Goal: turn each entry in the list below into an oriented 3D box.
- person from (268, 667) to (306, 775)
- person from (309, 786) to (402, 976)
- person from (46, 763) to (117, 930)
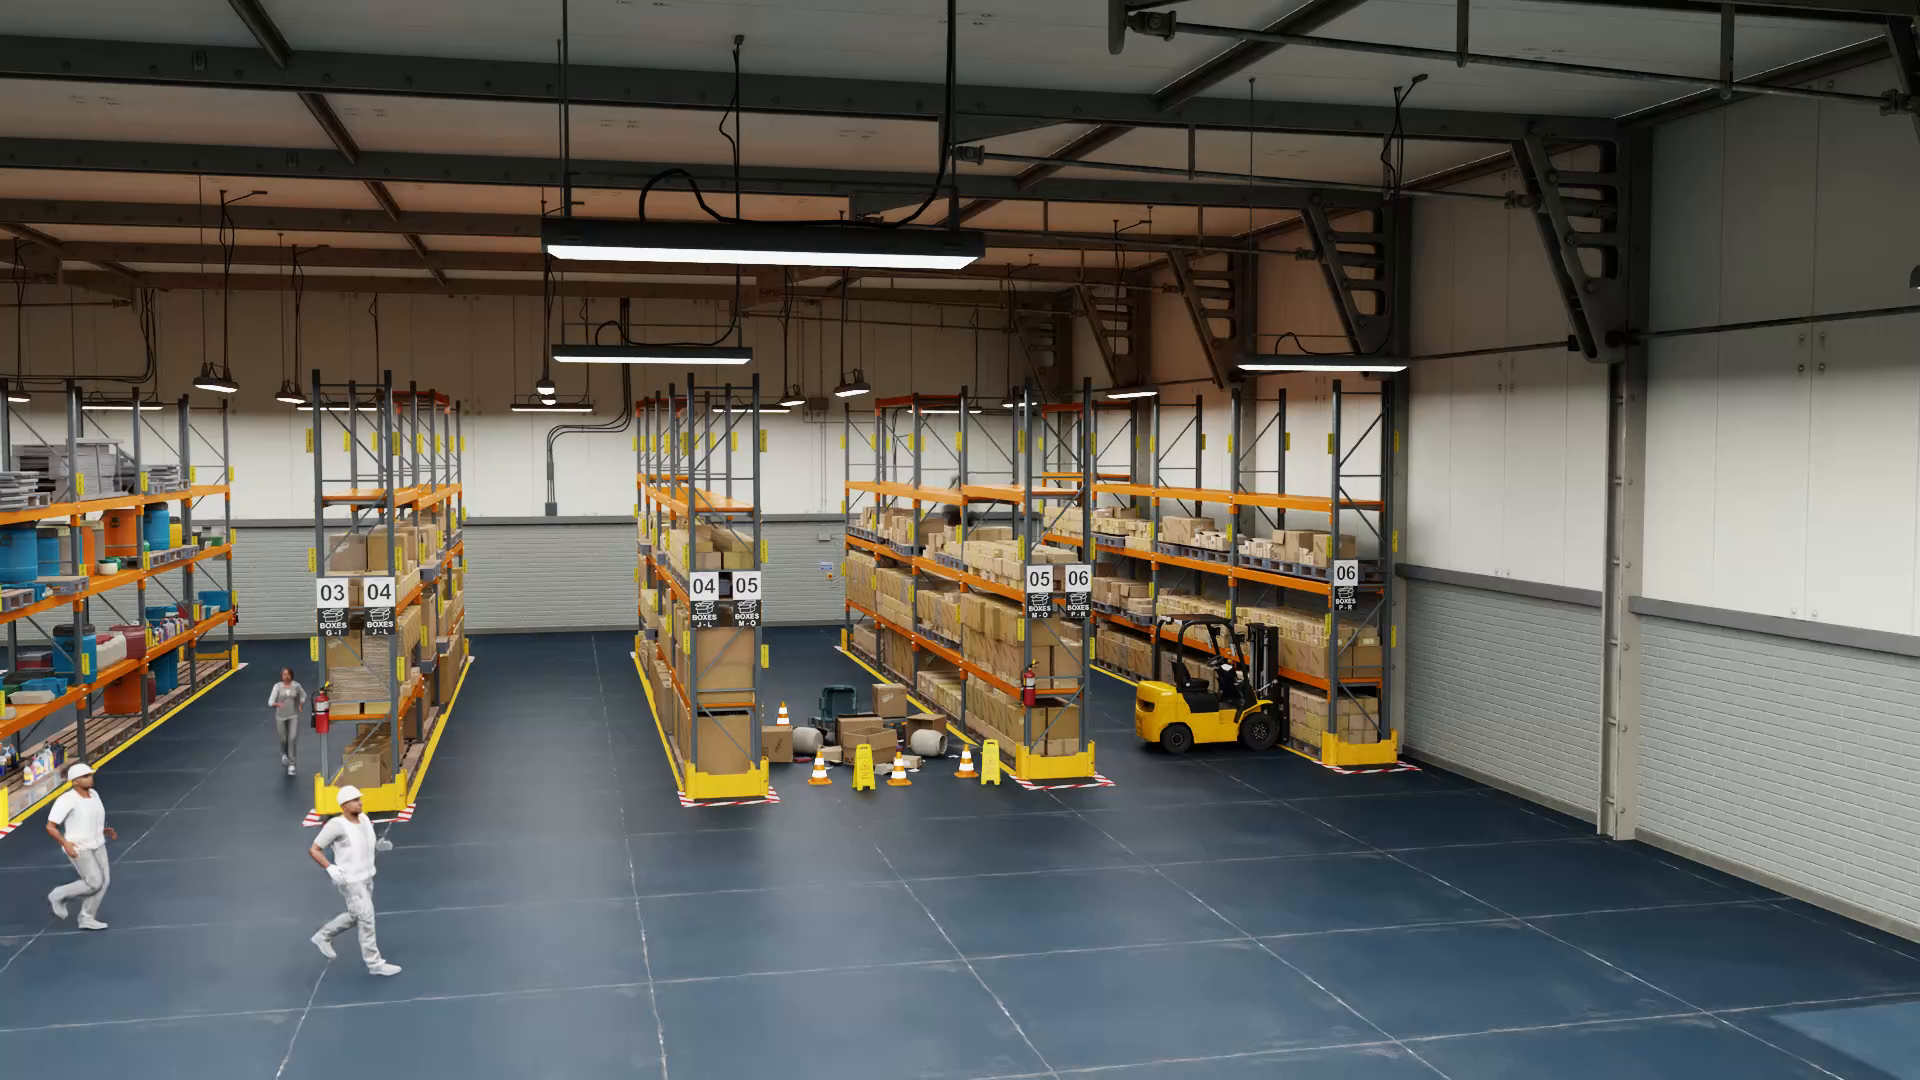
[{"bbox_3d":[-10.203,2.714,25.243,0.545,1.580,0.873,-1,4,-24],"label":"person"},{"bbox_3d":[-5.719,3.193,15.672,0.986,1.763,0.693,1,3,11],"label":"person"},{"bbox_3d":[-9.061,3.156,17.142,0.587,1.720,0.707,1,3,10],"label":"person"}]
